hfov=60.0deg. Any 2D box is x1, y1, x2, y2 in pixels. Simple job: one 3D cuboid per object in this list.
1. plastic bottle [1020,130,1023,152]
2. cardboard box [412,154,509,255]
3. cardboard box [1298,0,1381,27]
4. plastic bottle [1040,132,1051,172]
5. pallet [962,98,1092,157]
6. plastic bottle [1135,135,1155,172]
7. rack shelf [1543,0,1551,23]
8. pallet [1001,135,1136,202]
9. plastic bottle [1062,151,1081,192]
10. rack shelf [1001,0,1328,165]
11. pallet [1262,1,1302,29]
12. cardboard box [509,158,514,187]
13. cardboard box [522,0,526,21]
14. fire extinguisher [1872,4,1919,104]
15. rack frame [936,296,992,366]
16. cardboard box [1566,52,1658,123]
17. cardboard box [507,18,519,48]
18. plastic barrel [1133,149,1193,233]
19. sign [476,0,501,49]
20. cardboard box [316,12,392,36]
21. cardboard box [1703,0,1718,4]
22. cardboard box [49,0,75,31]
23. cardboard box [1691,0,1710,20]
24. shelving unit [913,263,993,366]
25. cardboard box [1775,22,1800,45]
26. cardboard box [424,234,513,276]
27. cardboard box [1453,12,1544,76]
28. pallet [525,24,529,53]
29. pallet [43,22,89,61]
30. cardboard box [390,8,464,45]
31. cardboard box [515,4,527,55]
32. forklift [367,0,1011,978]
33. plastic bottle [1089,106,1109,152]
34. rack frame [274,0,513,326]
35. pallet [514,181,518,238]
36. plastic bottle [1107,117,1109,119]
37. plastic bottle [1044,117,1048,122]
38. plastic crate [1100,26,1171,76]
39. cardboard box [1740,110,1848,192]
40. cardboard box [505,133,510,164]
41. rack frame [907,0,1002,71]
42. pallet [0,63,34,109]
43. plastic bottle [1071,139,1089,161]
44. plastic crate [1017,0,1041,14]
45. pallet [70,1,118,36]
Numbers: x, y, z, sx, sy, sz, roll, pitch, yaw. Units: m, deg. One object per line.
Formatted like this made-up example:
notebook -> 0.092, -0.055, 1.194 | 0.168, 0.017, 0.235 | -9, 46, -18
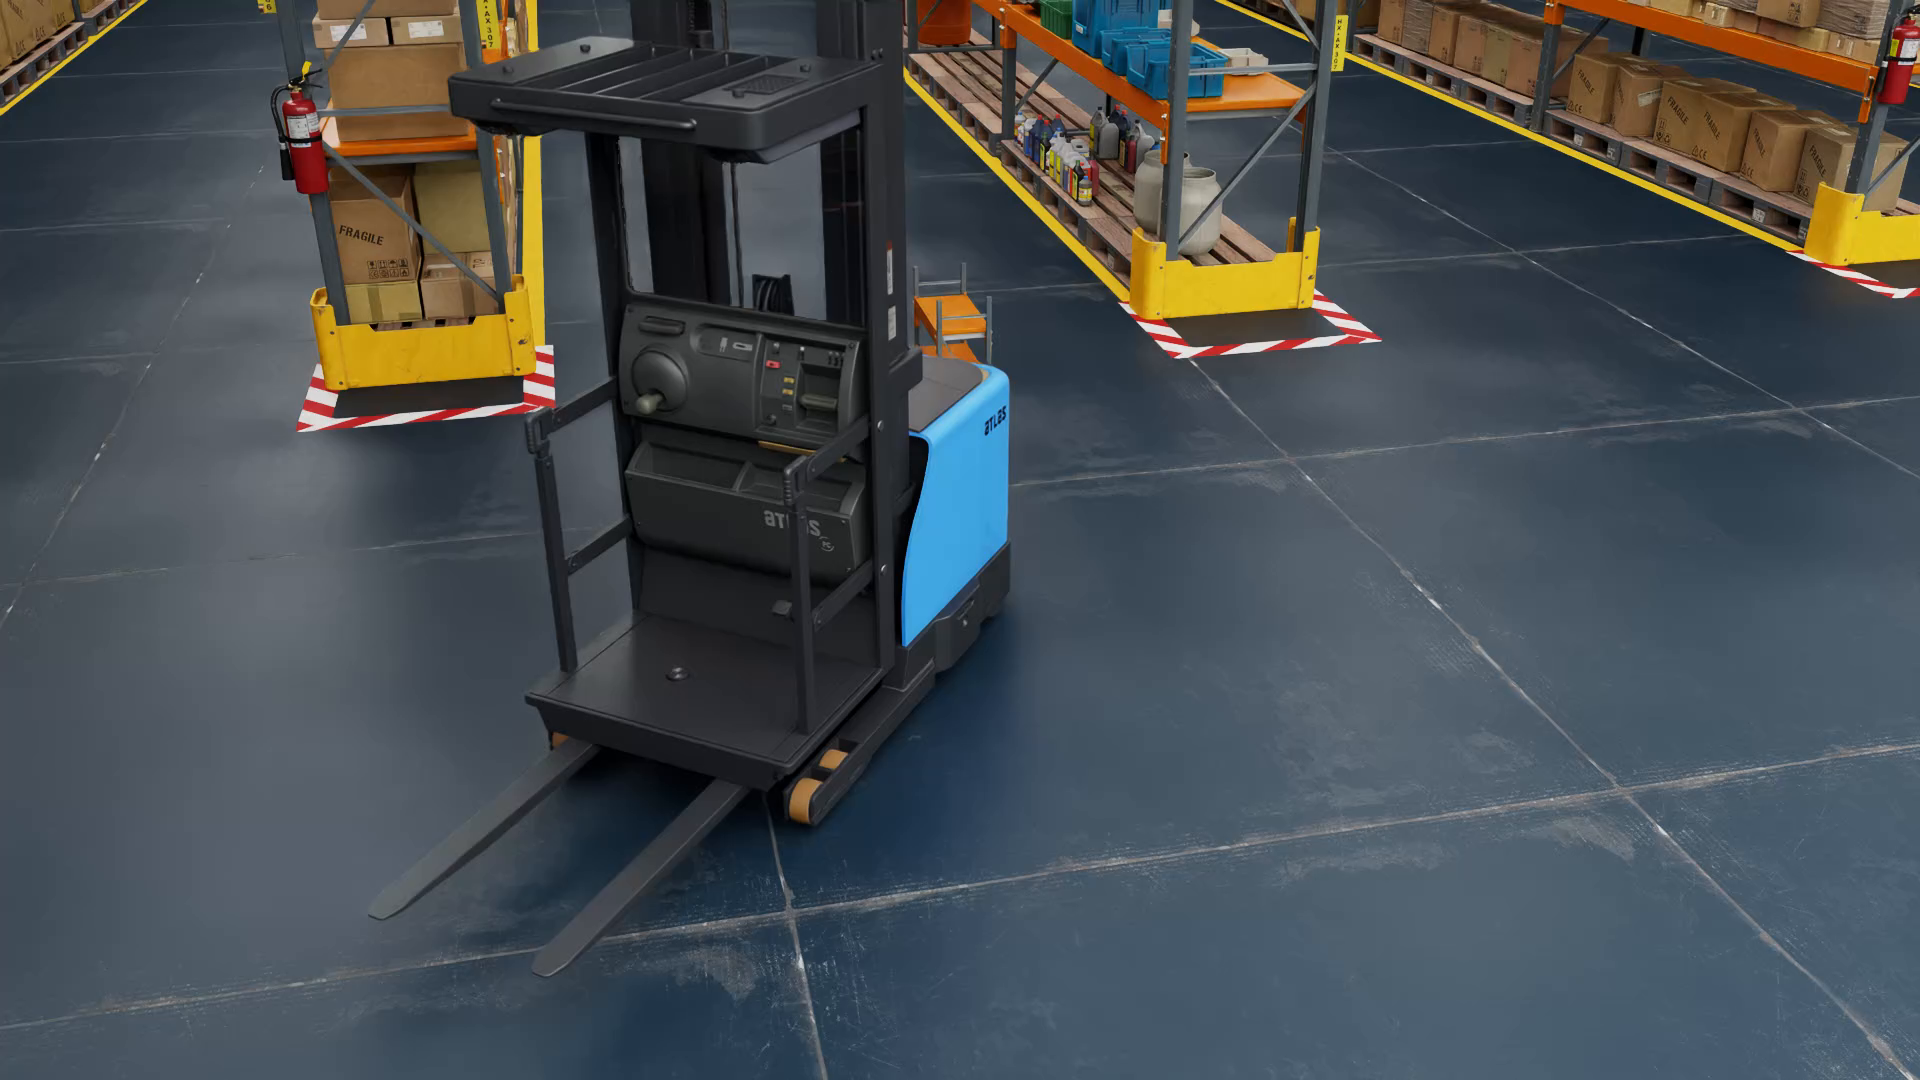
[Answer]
plastic bottle -> 0.540, -3.259, 13.495 | 0.097, 0.201, 0.097 | 0, 27, 0
cardboard box -> -3.094, -2.100, 10.336 | 0.500, 0.500, 0.500 | -6, 27, -12
cardboard box -> 4.638, -6.389, 18.970 | 1.225, 0.875, 0.875 | -7, 28, -14
plastic bottle -> 0.666, -3.013, 12.917 | 0.061, 0.283, 0.133 | -5, 27, -9
pallet -> 0.635, -3.682, 14.810 | 1.003, 0.211, 1.213 | -6, 27, -12
plastic bottle -> 1.424, -3.015, 12.929 | 0.152, 0.276, 0.135 | -5, 27, -11
rack shelf -> 5.224, -5.645, 16.404 | 1.077, 0.370, 4.000 | -6, 27, -12
pallet -> 0.960, -3.042, 13.542 | 1.003, 0.211, 1.213 | -6, 27, -12
plastic bottle -> 0.849, -2.746, 12.396 | 0.152, 0.276, 0.135 | -7, 28, -13
rack shelf -> 1.300, -3.386, 11.929 | 1.077, 0.370, 4.000 | -6, 27, -12
pallet -> 4.398, -6.488, 20.370 | 1.003, 0.211, 1.213 | -6, 27, -12
cardboard box -> -3.557, -2.642, 12.242 | 0.500, 0.250, 0.500 | -6, 27, -12
cardboard box -> -5.174, -6.051, 18.696 | 0.500, 0.500, 0.500 | -6, 27, -11
fire extinguisher -> 6.153, -3.201, 10.849 | 0.296, 0.674, 0.183 | -6, 27, -12
rack frame -> 0.018, -0.501, 7.411 | 0.240, 1.200, 0.015 | -6, 27, -12
cardboard box -> 5.726, -3.980, 14.615 | 0.500, 0.500, 0.500 | -7, 28, -13
cardboard box -> -4.521, -4.846, 15.985 | 0.500, 0.311, 0.500 | -5, 27, -10
plastic barrel -> 1.415, -2.408, 11.486 | 0.421, 0.512, 0.421 | 0, 27, 0
sign -> -2.534, -2.804, 8.927 | 0.100, 0.325, 0.005 | -6, 27, -12
cardboard box -> -3.408, -2.926, 9.387 | 0.380, 0.149, 0.250 | -5, 27, -10
cardboard box -> 6.078, -4.406, 12.710 | 0.875, 0.500, 0.500 | -6, 27, -12
cardboard box -> -10.332, -6.047, 18.322 | 0.750, 0.750, 0.750 | -6, 27, -11
cardboard box -> 5.882, -4.089, 12.802 | 0.380, 0.149, 0.250 | -6, 27, -12
shelving unit -> -0.037, -0.608, 7.624 | 0.258, 1.200, 0.503 | -6, 27, -12
cardboard box -> 6.108, -3.650, 11.932 | 0.380, 0.149, 0.250 | -6, 27, -12
cardboard box -> -3.096, -1.765, 10.504 | 0.500, 0.250, 0.500 | -6, 27, -12
cardboard box -> 5.342, -4.898, 16.410 | 0.700, 0.500, 0.500 | -8, 28, -16
pallet -> -5.282, -5.461, 18.336 | 1.003, 0.211, 1.213 | -6, 27, -12
pallet -> -10.358, -5.516, 18.444 | 1.003, 0.211, 1.213 | -6, 27, -12
cardboard box -> -2.954, -2.857, 9.250 | 0.380, 0.149, 0.250 | -6, 27, -12
cardboard box -> -4.703, -5.150, 16.909 | 0.500, 0.500, 0.500 | -5, 27, -9
forklift -> -0.857, -0.537, 5.562 | 1.130, 2.935, 3.031 | 12, 29, 22
plastic bottle -> 1.135, -3.331, 13.473 | 0.144, 0.351, 0.185 | -6, 27, -12
rack frame -> -3.076, -2.328, 9.034 | 1.000, 3.000, 0.127 | -6, 27, -12
pallet -> -3.839, -2.486, 12.441 | 1.003, 0.211, 1.213 | -6, 27, -12
plastic bottle -> 1.235, -3.405, 13.785 | 0.097, 0.201, 0.097 | 0, 27, 0
plastic bottle -> 0.697, -3.257, 13.400 | 0.061, 0.283, 0.133 | -6, 27, -12
plastic crate -> 1.206, -3.238, 11.002 | 0.499, 0.251, 0.408 | -6, 27, -12
cardboard box -> 6.284, -2.939, 12.552 | 0.500, 0.500, 0.500 | 1, 27, 2
cardboard box -> -3.558, -2.977, 12.072 | 0.500, 0.500, 0.500 | -6, 27, -12
rack frame -> -0.052, -6.342, 16.985 | 1.000, 3.000, 0.127 | -6, 27, -12
pallet -> -9.808, -4.445, 16.321 | 1.003, 0.211, 1.213 | -6, 27, -12
plastic bottle -> 0.904, -2.926, 12.753 | 0.152, 0.276, 0.135 | -6, 27, -12
plastic crate -> 0.844, -4.315, 13.039 | 0.767, 0.338, 0.504 | -6, 27, -12
pallet -> -10.701, -6.189, 19.777 | 1.003, 0.211, 1.213 | -6, 27, -12
